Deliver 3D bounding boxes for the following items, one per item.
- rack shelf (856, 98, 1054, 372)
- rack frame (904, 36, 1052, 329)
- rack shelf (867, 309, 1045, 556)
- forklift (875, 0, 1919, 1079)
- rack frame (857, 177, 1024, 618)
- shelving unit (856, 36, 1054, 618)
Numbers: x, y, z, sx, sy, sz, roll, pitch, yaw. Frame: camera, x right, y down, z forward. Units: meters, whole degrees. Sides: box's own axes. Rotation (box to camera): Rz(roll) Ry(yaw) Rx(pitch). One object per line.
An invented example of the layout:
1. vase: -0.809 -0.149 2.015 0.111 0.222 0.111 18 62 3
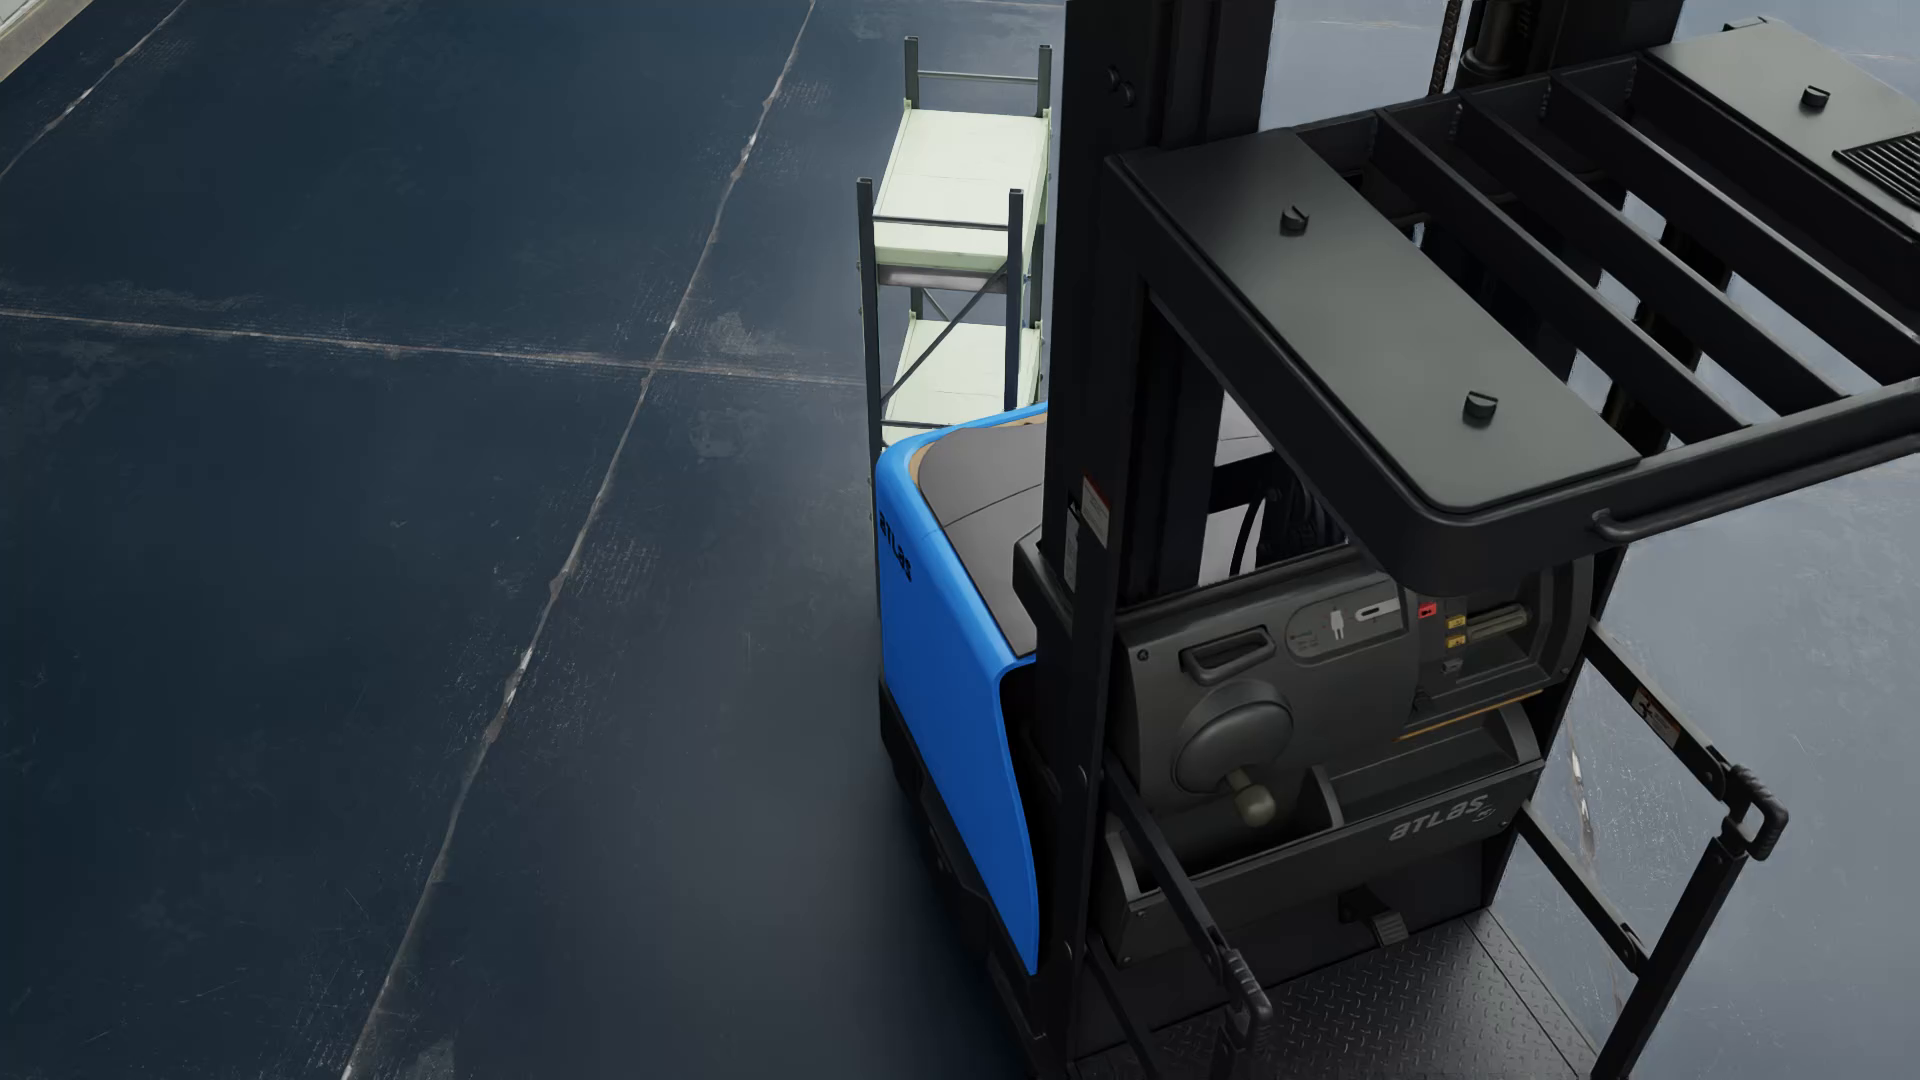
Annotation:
1. rack shelf: 0.001 -0.833 4.471 0.431 0.370 0.720 5 44 6
2. rack frame: 0.049 -0.799 5.003 0.400 1.500 0.023 5 44 6
3. rack shelf: 0.001 -0.312 4.963 0.431 0.370 0.720 5 44 6
4. forklift: 0.803 0.305 2.796 1.130 2.935 3.031 -15 46 -16
5. rack frame: -0.048 -0.300 4.476 0.400 1.500 0.023 5 44 6
6. shelving unit: 0.001 -0.549 4.739 0.431 1.500 0.755 5 44 6
